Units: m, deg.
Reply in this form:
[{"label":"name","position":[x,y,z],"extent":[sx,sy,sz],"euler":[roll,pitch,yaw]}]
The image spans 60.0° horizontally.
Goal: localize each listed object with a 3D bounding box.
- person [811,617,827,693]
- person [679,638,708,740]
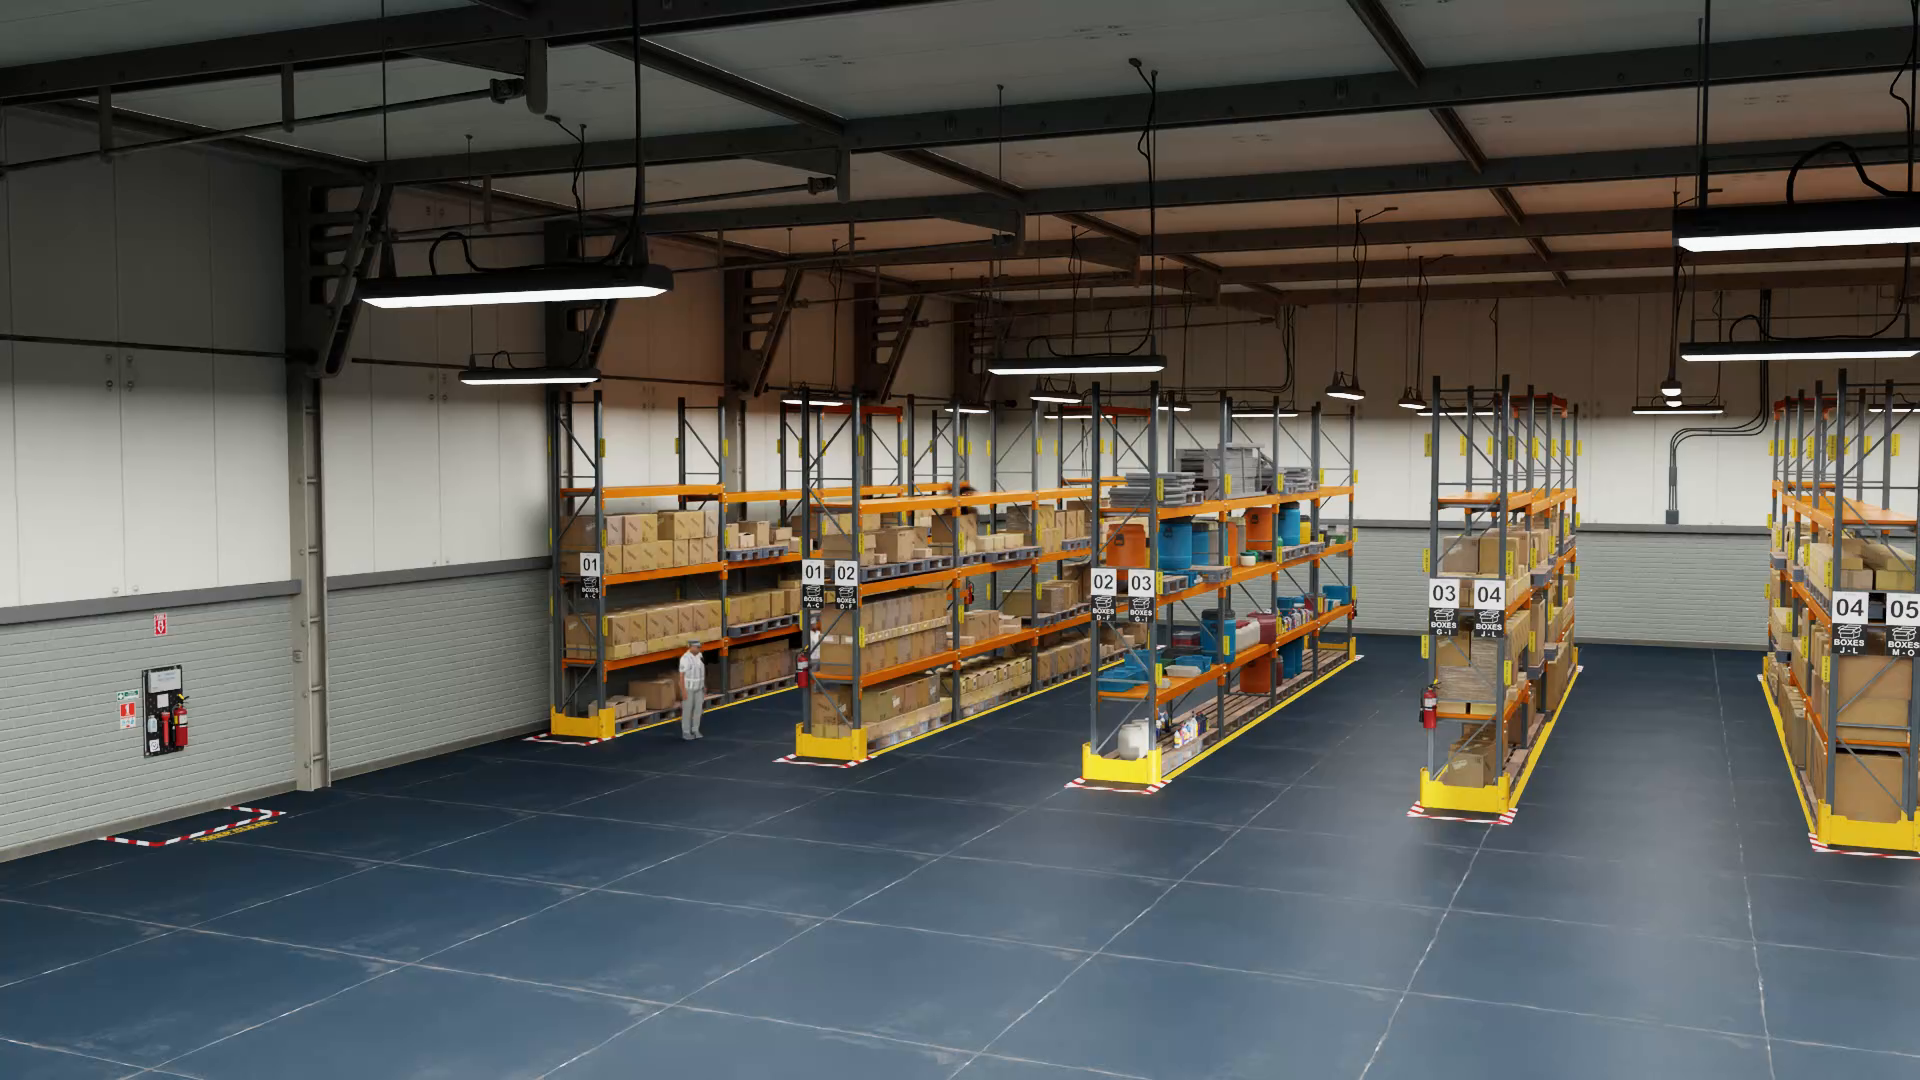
[{"label":"person","position":[-2.800,2.357,32.716],"extent":[0.519,1.676,0.506],"euler":[-2,4,-27]},{"label":"person","position":[-4.618,2.555,28.627],"extent":[0.433,1.756,0.567],"euler":[2,4,35]}]
